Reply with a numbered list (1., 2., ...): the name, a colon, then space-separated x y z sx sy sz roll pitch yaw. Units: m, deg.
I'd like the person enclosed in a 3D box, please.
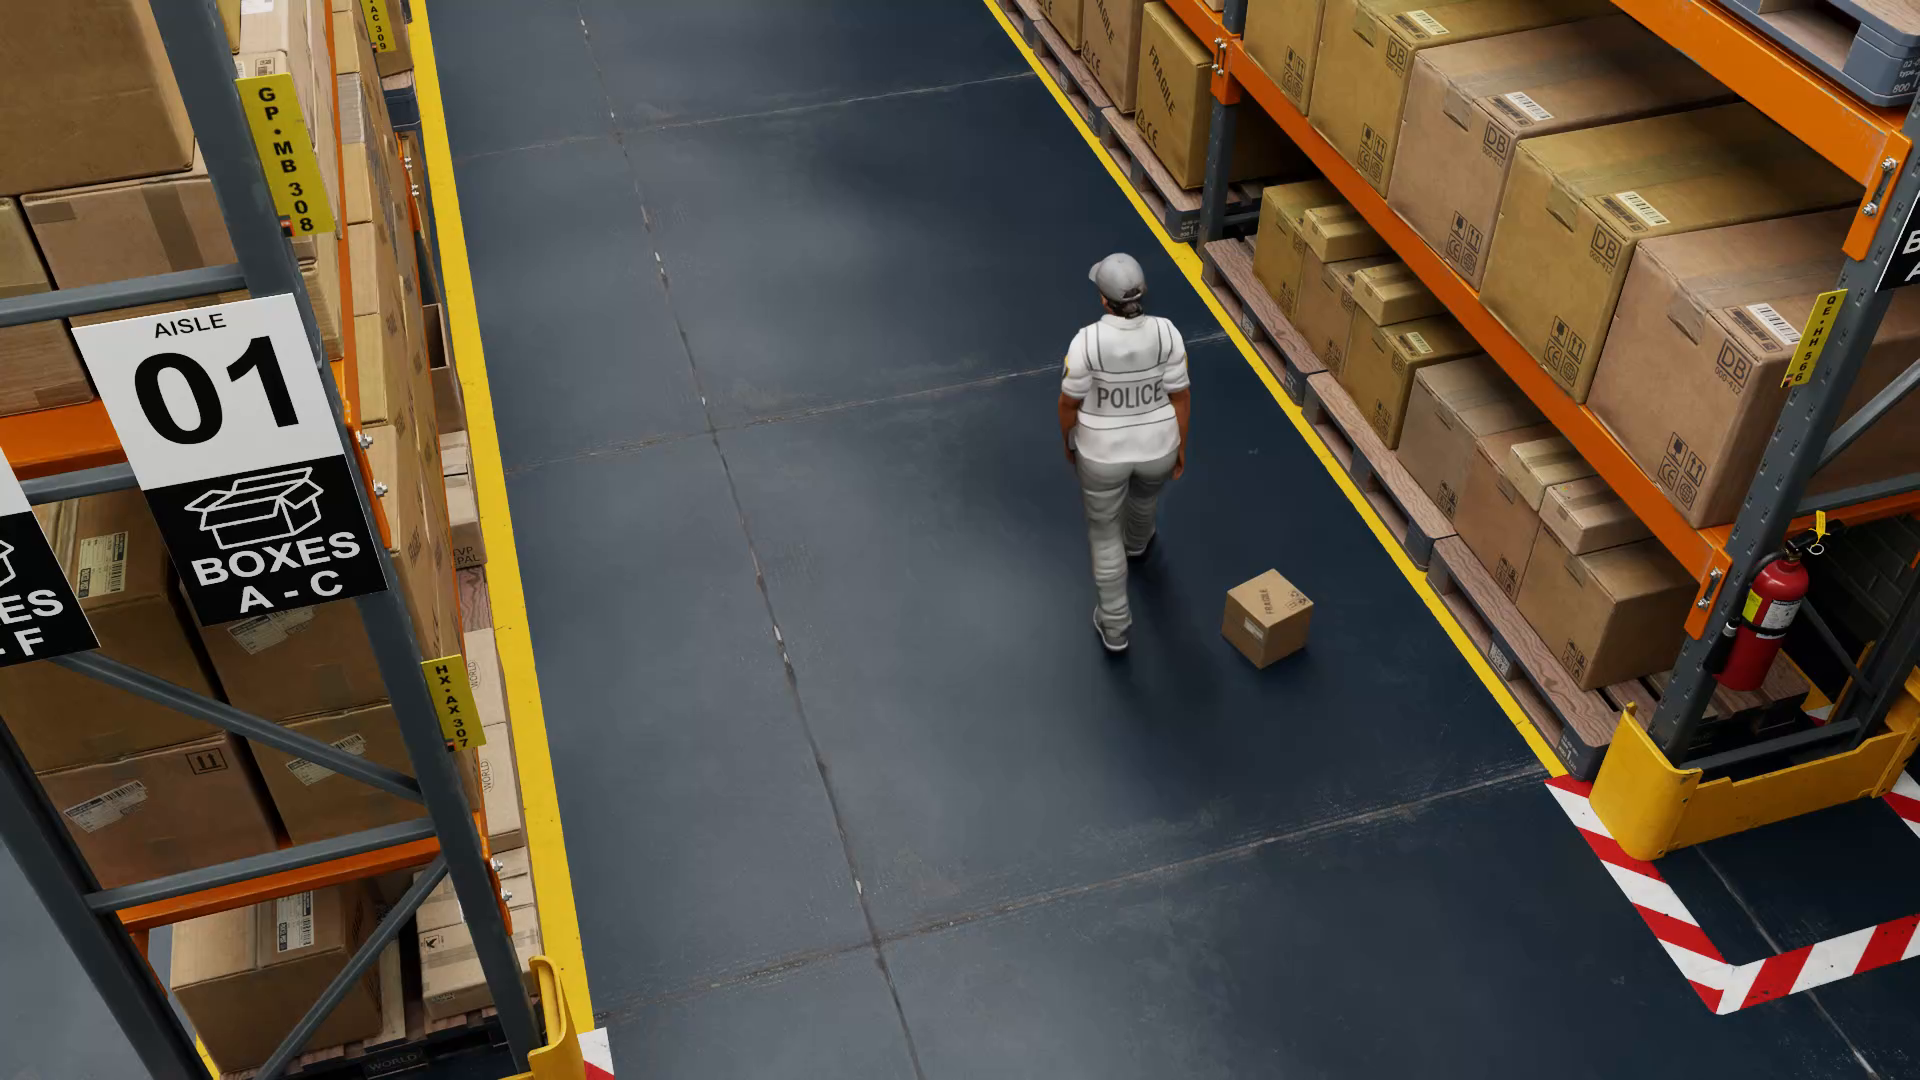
1. person: 0.661 -0.397 6.584 0.572 1.639 0.822 -9 43 -9
